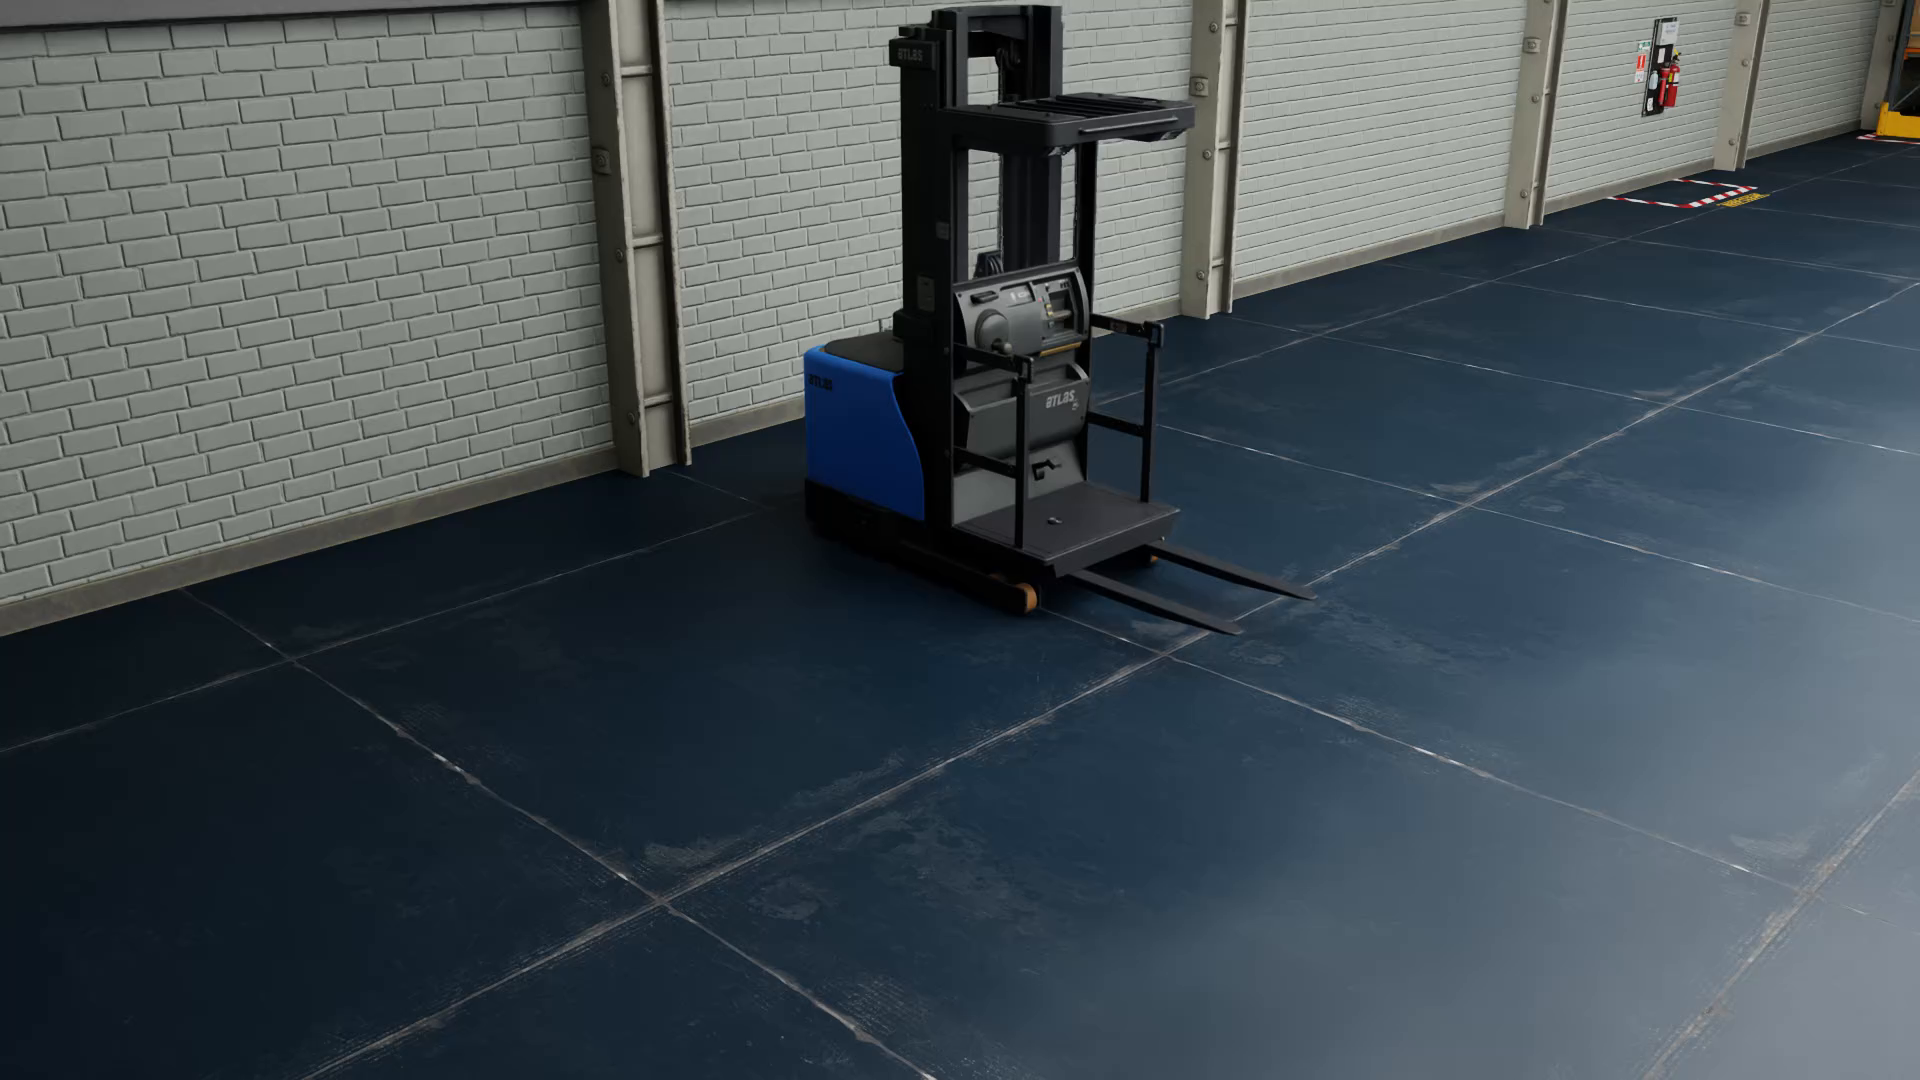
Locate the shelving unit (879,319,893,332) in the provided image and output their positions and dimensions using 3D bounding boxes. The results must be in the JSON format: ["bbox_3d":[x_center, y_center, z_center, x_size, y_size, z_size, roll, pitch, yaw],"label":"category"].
[{"bbox_3d":[-0.330,-0.861,10.348,0.252,1.050,0.215,15,26,34],"label":"shelving unit"}]

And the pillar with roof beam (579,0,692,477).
[{"bbox_3d":[1.088,-3.610,6.424,9.100,9.000,0.400,19,28,41],"label":"pillar with roof beam"}]

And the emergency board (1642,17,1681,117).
[{"bbox_3d":[8.809,-5.888,20.713,0.194,1.169,0.643,19,28,41],"label":"emergency board"}]

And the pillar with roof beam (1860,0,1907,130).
[{"bbox_3d":[17.830,-9.779,22.474,9.100,9.000,0.400,19,28,41],"label":"pillar with roof beam"}]

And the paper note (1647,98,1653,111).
[{"bbox_3d":[8.636,-5.449,20.798,0.016,0.148,0.142,19,28,41],"label":"paper note"}]

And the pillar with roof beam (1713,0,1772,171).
[{"bbox_3d":[13.645,-8.237,18.462,9.100,9.000,0.400,19,28,41],"label":"pillar with roof beam"}]

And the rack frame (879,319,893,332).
[{"bbox_3d":[-0.428,-0.888,10.416,0.008,1.050,0.200,15,26,34],"label":"rack frame"}]

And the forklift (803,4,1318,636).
[{"bbox_3d":[0.482,-1.189,8.583,1.130,2.935,3.031,-19,28,-40],"label":"forklift"}]

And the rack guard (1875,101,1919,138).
[{"bbox_3d":[14.930,-6.513,25.822,1.175,0.500,0.348,19,28,41],"label":"rack guard"}]

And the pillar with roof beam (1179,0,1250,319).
[{"bbox_3d":[5.273,-5.152,10.436,9.100,9.000,0.400,19,28,41],"label":"pillar with roof beam"}]

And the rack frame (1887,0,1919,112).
[{"bbox_3d":[14.877,-7.660,25.323,1.000,3.000,0.127,19,28,41],"label":"rack frame"}]

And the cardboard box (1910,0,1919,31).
[{"bbox_3d":[15.054,-8.124,25.665,0.500,0.500,0.500,19,28,40],"label":"cardboard box"}]

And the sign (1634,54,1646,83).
[{"bbox_3d":[8.349,-5.789,20.404,0.001,0.329,0.234,19,28,41],"label":"sign"}]

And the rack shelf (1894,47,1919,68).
[{"bbox_3d":[16.272,-7.838,26.789,1.077,0.370,4.000,19,28,41],"label":"rack shelf"}]

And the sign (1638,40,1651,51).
[{"bbox_3d":[8.359,-6.035,20.307,0.001,0.109,0.331,19,28,41],"label":"sign"}]

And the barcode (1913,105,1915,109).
[{"bbox_3d":[15.150,-6.875,26.401,0.001,0.075,0.075,19,28,41],"label":"barcode"}]

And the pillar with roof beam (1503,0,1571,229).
[{"bbox_3d":[9.459,-6.695,14.449,9.100,9.000,0.400,19,28,41],"label":"pillar with roof beam"}]

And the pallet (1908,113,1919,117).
[{"bbox_3d":[15.522,-6.578,26.394,1.003,0.211,1.213,19,28,41],"label":"pallet"}]

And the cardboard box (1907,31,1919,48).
[{"bbox_3d":[15.064,-7.768,25.785,0.500,0.250,0.500,-20,28,-41],"label":"cardboard box"}]
